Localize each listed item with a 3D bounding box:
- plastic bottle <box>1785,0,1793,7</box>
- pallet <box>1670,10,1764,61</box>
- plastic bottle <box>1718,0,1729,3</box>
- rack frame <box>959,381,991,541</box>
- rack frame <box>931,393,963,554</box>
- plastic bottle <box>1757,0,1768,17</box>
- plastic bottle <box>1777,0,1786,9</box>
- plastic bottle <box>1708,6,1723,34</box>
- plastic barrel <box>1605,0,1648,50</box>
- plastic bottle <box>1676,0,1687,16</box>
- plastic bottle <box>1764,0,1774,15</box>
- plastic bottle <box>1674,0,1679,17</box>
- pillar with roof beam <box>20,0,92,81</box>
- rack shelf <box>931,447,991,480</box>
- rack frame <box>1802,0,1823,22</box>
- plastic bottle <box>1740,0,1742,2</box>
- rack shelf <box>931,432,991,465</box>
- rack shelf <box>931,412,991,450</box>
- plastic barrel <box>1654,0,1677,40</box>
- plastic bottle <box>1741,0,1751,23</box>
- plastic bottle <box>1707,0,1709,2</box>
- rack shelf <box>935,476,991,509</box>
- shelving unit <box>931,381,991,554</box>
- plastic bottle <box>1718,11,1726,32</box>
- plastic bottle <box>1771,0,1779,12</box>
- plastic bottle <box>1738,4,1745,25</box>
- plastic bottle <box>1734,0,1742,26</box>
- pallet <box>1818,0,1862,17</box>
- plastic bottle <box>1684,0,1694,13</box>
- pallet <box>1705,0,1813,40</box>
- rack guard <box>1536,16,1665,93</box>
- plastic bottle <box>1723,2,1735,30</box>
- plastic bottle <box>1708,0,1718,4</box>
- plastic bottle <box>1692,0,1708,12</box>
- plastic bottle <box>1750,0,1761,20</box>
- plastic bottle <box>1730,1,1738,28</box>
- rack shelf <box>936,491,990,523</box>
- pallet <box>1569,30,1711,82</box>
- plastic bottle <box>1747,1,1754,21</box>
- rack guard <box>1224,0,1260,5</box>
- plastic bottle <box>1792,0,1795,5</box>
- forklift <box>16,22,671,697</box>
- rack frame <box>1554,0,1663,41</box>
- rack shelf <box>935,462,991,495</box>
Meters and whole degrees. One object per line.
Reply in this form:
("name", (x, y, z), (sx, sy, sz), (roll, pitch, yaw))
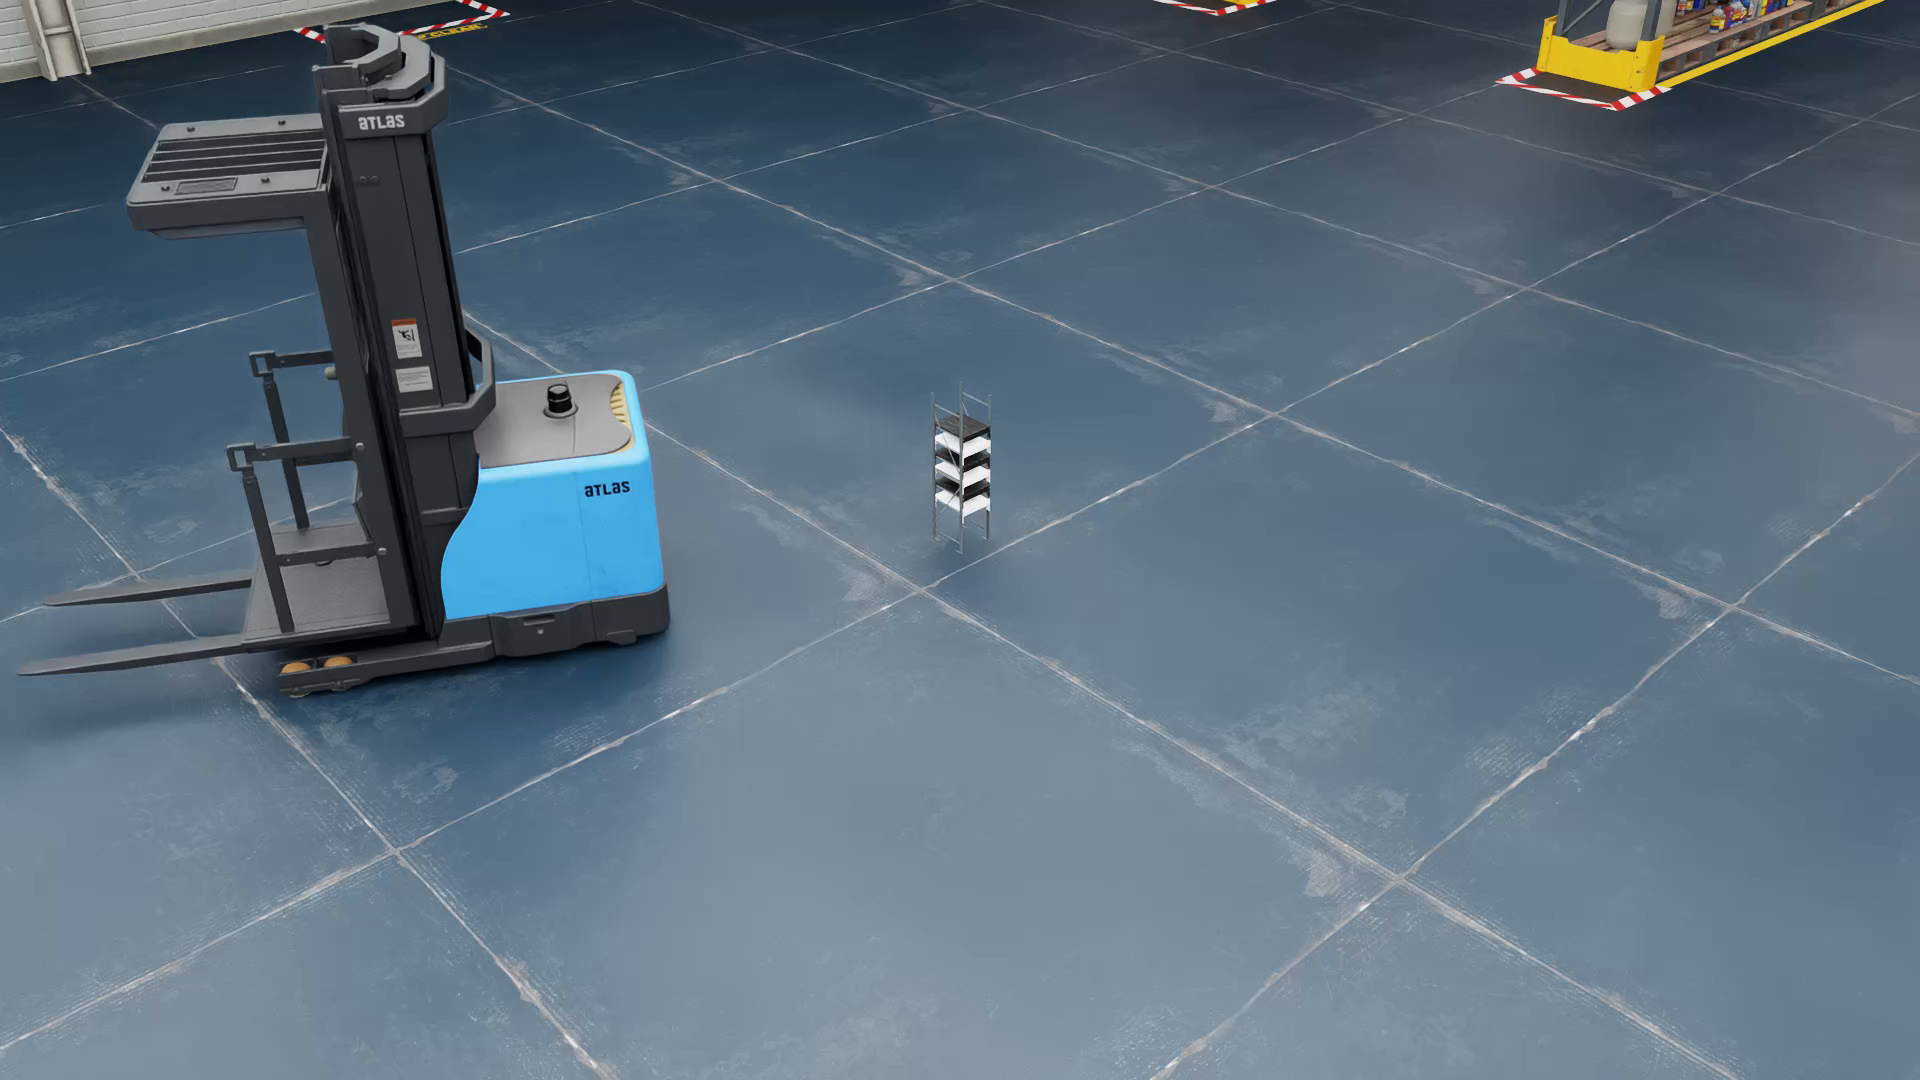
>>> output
("plastic bottle", (9.247, -6.098, 18.530), (0.133, 0.283, 0.061), (-24, 39, -33))
("pallet", (7.960, -5.520, 18.074), (1.213, 0.211, 1.003), (-26, 40, -35))
("plastic bottle", (8.599, -6.241, 18.699), (0.185, 0.351, 0.144), (-26, 40, -35))
("rack frame", (0.081, -0.423, 9.079), (0.006, 0.900, 0.240), (-26, 40, -35))
("rack frame", (-0.069, -0.351, 8.961), (0.006, 0.900, 0.240), (-26, 40, -35))
("plastic bottle", (8.722, -5.903, 18.145), (0.185, 0.351, 0.144), (-26, 40, -36))
("plastic bottle", (9.099, -6.085, 18.444), (0.185, 0.351, 0.144), (-27, 41, -37))
("plastic bottle", (7.984, -5.495, 17.555), (0.097, 0.271, 0.097), (0, 31, 0))
("plastic barrel", (6.873, -5.328, 17.070), (0.421, 0.512, 0.421), (0, 31, 0))
("plastic bottle", (7.895, -5.848, 18.198), (0.097, 0.201, 0.097), (0, 31, 0))
("plastic bottle", (8.867, -5.915, 18.230), (0.133, 0.283, 0.061), (-23, 38, -32))
("plastic bottle", (7.767, -5.834, 18.097), (0.133, 0.283, 0.061), (-26, 40, -35))
("pillar with roof beam", (-6.241, -6.973, 12.027), (0.400, 9.000, 9.100), (-26, 40, -35))
("rack shelf", (0.006, -0.435, 8.990), (0.200, 0.077, 0.258), (-26, 40, -35))
("rack frame", (9.375, -7.366, 18.421), (0.127, 3.000, 1.000), (-26, 40, -35))
("plastic bottle", (8.527, -5.858, 18.137), (0.133, 0.283, 0.061), (-26, 40, -35))
("rack shelf", (0.006, -0.512, 8.943), (0.200, 0.077, 0.258), (-26, 40, -35))
("rack shelf", (0.006, -0.589, 8.896), (0.200, 0.077, 0.258), (-26, 40, -35))
("plastic barrel", (7.241, -5.506, 17.361), (0.421, 0.512, 0.421), (0, 31, 0))
("plastic bottle", (8.457, -5.724, 17.929), (0.097, 0.271, 0.097), (0, 31, 0))
("plastic bottle", (8.363, -6.229, 18.680), (0.144, 0.351, 0.185), (27, 41, 37))
("rack shelf", (0.006, -0.282, 9.084), (0.200, 0.077, 0.258), (-26, 40, -35))
("shelving unit", (0.006, -0.387, 9.020), (0.210, 0.900, 0.258), (-26, 40, -35))
("plastic bottle", (8.060, -5.502, 17.633), (0.097, 0.201, 0.097), (0, 31, 0))
("plastic bottle", (8.958, -6.017, 18.333), (0.144, 0.351, 0.185), (27, 40, 37))
("plastic bottle", (8.381, -5.658, 17.887), (0.097, 0.201, 0.097), (0, 31, 0))
("plastic bottle", (8.308, -5.652, 17.812), (0.097, 0.271, 0.097), (0, 31, 0))
("pallet", (9.925, -6.470, 19.629), (1.213, 0.211, 1.003), (-26, 40, -35))
("plastic bottle", (8.029, -5.918, 18.314), (0.097, 0.201, 0.097), (0, 31, 0))
("pallet", (8.855, -5.954, 18.785), (1.213, 0.211, 1.003), (-26, 40, -35))
("rack guard", (6.466, -4.926, 16.827), (0.348, 0.500, 1.175), (-26, 40, -35))
("plastic bottle", (8.162, -5.574, 17.672), (0.133, 0.283, 0.061), (-25, 39, -35))
("plastic bottle", (8.477, -6.165, 18.650), (0.097, 0.271, 0.097), (0, 31, 0))
("plastic bottle", (8.170, -5.999, 18.374), (0.135, 0.276, 0.152), (-26, 40, -35))
("plastic bottle", (8.600, -5.815, 18.073), (0.135, 0.276, 0.152), (-25, 39, -35))
("plastic bottle", (8.235, -5.617, 17.754), (0.097, 0.271, 0.097), (0, 31, 0))
("rack shelf", (0.006, -0.205, 9.131), (0.200, 0.077, 0.258), (-26, 40, -35))
("pallet", (7.065, -5.089, 17.370), (1.213, 0.211, 1.003), (-26, 40, -35))
("plastic bottle", (8.532, -5.730, 18.007), (0.097, 0.201, 0.097), (0, 31, 0))
("rack guard", (3.060, -6.769, 19.840), (0.348, 0.500, 1.175), (-26, 40, -35))
("plastic bottle", (9.321, -6.112, 18.631), (0.097, 0.201, 0.097), (0, 31, 0))
("forklift", (-3.043, -0.798, 7.746), (3.031, 2.935, 1.130), (-8, 32, -12))
("rack frame", (6.442, -5.948, 16.101), (0.127, 3.000, 1.000), (-26, 40, -35))
("rack shelf", (0.006, -0.358, 9.037), (0.200, 0.077, 0.258), (-26, 40, -35))
